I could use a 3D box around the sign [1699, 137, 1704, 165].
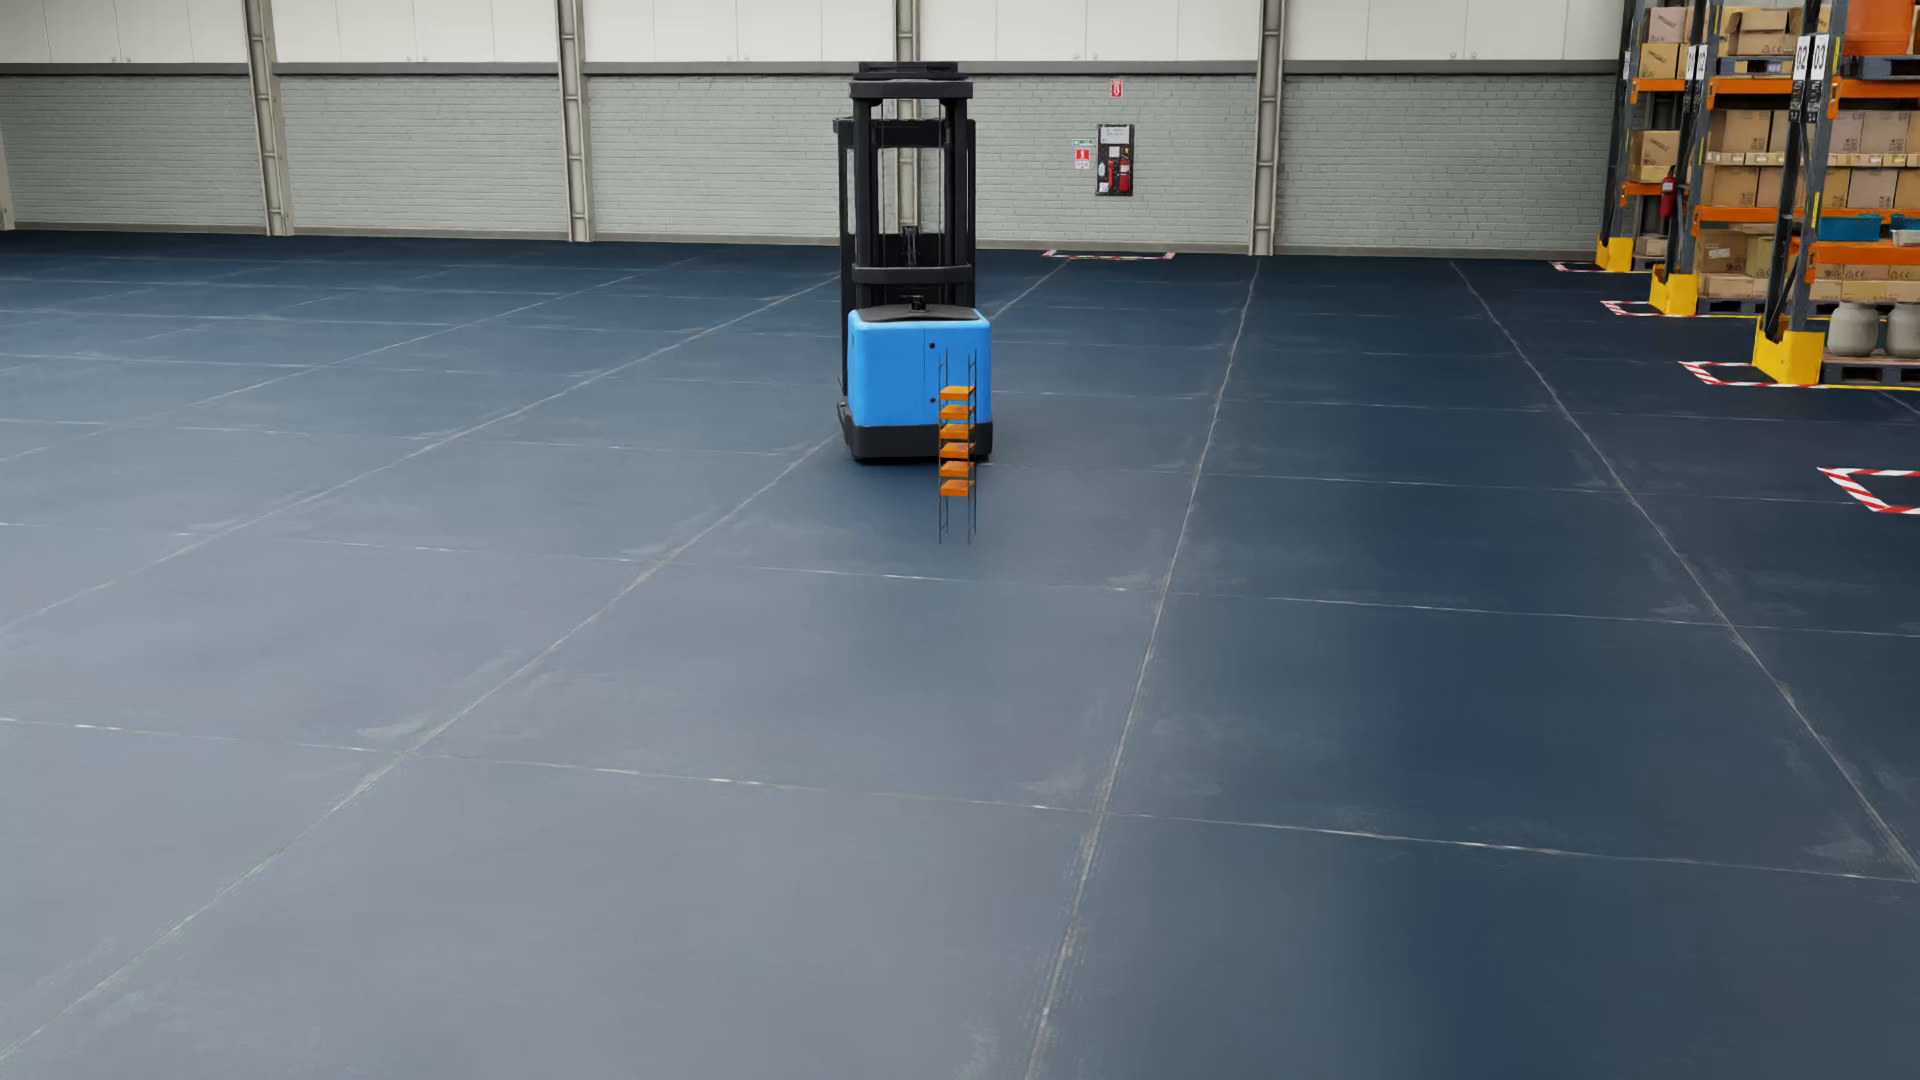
[{"bbox_3d":[8.908,-4.675,19.981,0.005,0.325,0.100,3,16,11],"label":"sign"}]

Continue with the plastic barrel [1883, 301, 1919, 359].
[{"bbox_3d":[9.185,-2.031,16.079,0.421,0.512,0.421,0,15,0],"label":"plastic barrel"}]

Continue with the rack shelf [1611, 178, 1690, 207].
[{"bbox_3d":[11.968,-5.208,25.021,4.000,0.370,1.077,3,16,11],"label":"rack shelf"}]

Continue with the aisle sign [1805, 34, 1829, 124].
[{"bbox_3d":[7.905,-4.249,15.344,0.004,0.787,0.394,3,16,11],"label":"aisle sign"}]

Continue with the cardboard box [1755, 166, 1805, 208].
[{"bbox_3d":[9.995,-4.358,20.419,0.500,0.500,0.700,4,16,13],"label":"cardboard box"}]

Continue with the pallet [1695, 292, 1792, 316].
[{"bbox_3d":[9.782,-2.991,20.895,1.213,0.211,1.003,3,16,11],"label":"pallet"}]

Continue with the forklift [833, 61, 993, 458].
[{"bbox_3d":[-0.450,-2.374,13.573,1.130,2.935,3.031,-2,16,-7],"label":"forklift"}]

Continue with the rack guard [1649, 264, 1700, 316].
[{"bbox_3d":[9.001,-3.162,20.969,0.348,0.500,1.175,3,16,11],"label":"rack guard"}]

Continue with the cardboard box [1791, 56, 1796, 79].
[{"bbox_3d":[12.340,-6.964,24.168,0.500,0.500,0.500,2,16,9],"label":"cardboard box"}]

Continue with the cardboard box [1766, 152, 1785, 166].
[{"bbox_3d":[9.870,-4.622,20.155,0.250,0.149,0.380,3,16,11],"label":"cardboard box"}]

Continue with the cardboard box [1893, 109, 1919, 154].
[{"bbox_3d":[11.522,-4.901,19.948,0.500,0.500,0.700,3,16,11],"label":"cardboard box"}]

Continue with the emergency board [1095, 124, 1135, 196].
[{"bbox_3d":[2.573,-6.311,27.655,0.643,1.169,0.194,3,16,11],"label":"emergency board"}]

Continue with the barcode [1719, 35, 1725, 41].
[{"bbox_3d":[9.416,-6.200,20.550,0.075,0.075,0.001,3,16,11],"label":"barcode"}]

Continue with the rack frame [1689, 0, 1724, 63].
[{"bbox_3d":[9.025,-7.256,19.830,0.127,3.000,1.000,3,16,11],"label":"rack frame"}]

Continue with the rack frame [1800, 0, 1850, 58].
[{"bbox_3d":[8.034,-5.960,15.153,0.127,3.000,1.000,3,16,11],"label":"rack frame"}]

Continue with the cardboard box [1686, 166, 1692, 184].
[{"bbox_3d":[10.935,-5.465,24.847,0.500,0.250,0.500,3,16,9],"label":"cardboard box"}]

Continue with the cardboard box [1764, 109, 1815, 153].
[{"bbox_3d":[10.048,-4.981,20.236,0.500,0.500,0.700,3,16,10],"label":"cardboard box"}]

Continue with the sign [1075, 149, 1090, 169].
[{"bbox_3d":[2.051,-6.384,27.854,0.234,0.329,0.001,3,16,11],"label":"sign"}]

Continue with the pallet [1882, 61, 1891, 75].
[{"bbox_3d":[10.911,-5.659,19.850,1.213,0.211,1.003,3,16,11],"label":"pallet"}]

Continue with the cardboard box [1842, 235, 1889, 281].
[{"bbox_3d":[10.975,-3.436,20.238,0.500,0.500,0.500,3,16,11],"label":"cardboard box"}]

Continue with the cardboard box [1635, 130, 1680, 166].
[{"bbox_3d":[10.416,-5.856,24.851,0.500,0.500,0.500,3,16,11],"label":"cardboard box"}]

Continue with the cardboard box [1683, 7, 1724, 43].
[{"bbox_3d":[10.819,-7.522,24.312,0.500,0.500,0.500,3,16,10],"label":"cardboard box"}]

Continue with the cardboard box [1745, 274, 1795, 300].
[{"bbox_3d":[9.996,-3.130,20.536,0.500,0.250,0.500,3,16,11],"label":"cardboard box"}]

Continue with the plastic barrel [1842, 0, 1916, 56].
[{"bbox_3d":[8.535,-4.932,15.466,0.708,0.830,0.600,3,16,11],"label":"plastic barrel"}]

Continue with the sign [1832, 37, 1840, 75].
[{"bbox_3d":[7.920,-4.375,15.033,0.005,0.325,0.100,3,16,11],"label":"sign"}]

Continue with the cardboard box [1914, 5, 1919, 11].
[{"bbox_3d":[13.383,-7.389,23.831,0.500,0.500,0.500,2,16,6],"label":"cardboard box"}]

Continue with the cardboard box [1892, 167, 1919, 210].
[{"bbox_3d":[11.499,-4.276,20.124,0.500,0.500,0.700,3,16,12],"label":"cardboard box"}]

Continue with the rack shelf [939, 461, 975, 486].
[{"bbox_3d":[-0.014,-0.421,10.379,0.180,0.103,0.258,3,16,11],"label":"rack shelf"}]

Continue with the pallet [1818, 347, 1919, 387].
[{"bbox_3d":[8.913,-1.689,16.194,1.213,0.211,1.003,3,16,11],"label":"pallet"}]

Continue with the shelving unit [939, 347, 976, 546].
[{"bbox_3d":[-0.014,-0.579,10.335,0.189,1.200,0.258,3,16,11],"label":"shelving unit"}]

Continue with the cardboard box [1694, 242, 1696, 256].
[{"bbox_3d":[11.227,-4.487,25.282,0.500,0.311,0.500,4,16,16],"label":"cardboard box"}]

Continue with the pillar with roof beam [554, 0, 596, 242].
[{"bbox_3d":[-7.630,-8.572,24.582,0.400,9.000,9.100,3,16,11],"label":"pillar with roof beam"}]

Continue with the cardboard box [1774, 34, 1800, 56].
[{"bbox_3d":[10.206,-6.016,20.203,0.500,0.250,0.500,3,16,11],"label":"cardboard box"}]

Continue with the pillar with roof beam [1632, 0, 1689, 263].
[{"bbox_3d":[10.008,-7.615,21.126,0.400,9.000,9.100,3,16,11],"label":"pillar with roof beam"}]

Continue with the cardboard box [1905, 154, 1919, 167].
[{"bbox_3d":[11.391,-4.539,19.858,0.250,0.149,0.380,4,16,13],"label":"cardboard box"}]

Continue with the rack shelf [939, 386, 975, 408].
[{"bbox_3d":[-0.014,-0.883,10.250,0.180,0.103,0.258,3,16,11],"label":"rack shelf"}]

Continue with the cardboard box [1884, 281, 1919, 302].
[{"bbox_3d":[11.465,-3.049,20.244,0.500,0.250,0.500,3,16,11],"label":"cardboard box"}]

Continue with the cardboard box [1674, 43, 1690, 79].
[{"bbox_3d":[10.805,-7.043,24.456,0.500,0.500,0.500,4,16,15],"label":"cardboard box"}]

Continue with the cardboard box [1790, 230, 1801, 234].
[{"bbox_3d":[10.592,-3.604,20.841,0.500,0.500,0.500,3,16,11],"label":"cardboard box"}]

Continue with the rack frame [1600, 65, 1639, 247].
[{"bbox_3d":[10.008,-5.661,25.309,0.127,3.000,1.000,3,16,11],"label":"rack frame"}]

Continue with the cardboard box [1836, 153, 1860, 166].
[{"bbox_3d":[10.629,-4.580,20.006,0.250,0.149,0.380,3,16,10],"label":"cardboard box"}]

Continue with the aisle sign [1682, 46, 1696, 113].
[{"bbox_3d":[9.019,-5.698,20.574,0.004,0.787,0.394,3,16,11],"label":"aisle sign"}]

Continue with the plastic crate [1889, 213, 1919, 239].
[{"bbox_3d":[9.219,-3.013,16.030,0.408,0.251,0.499,3,16,11],"label":"plastic crate"}]
